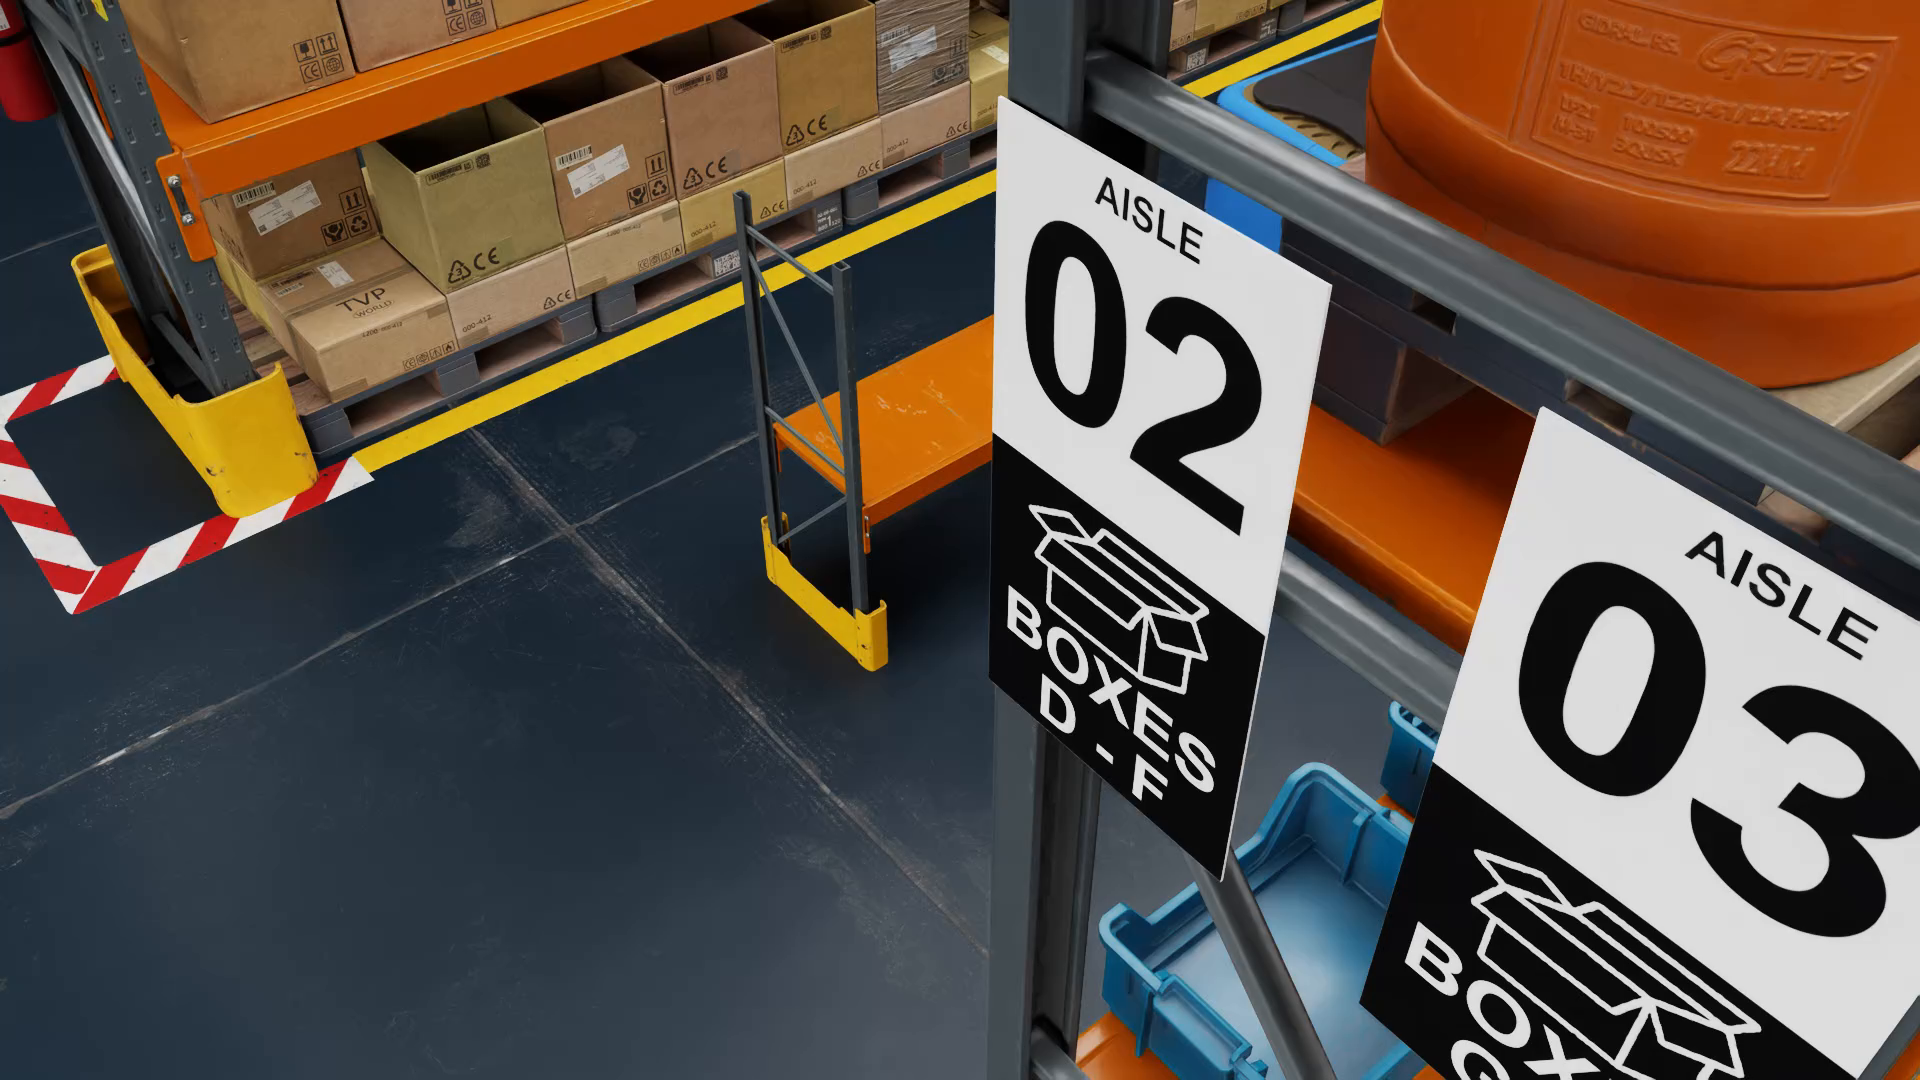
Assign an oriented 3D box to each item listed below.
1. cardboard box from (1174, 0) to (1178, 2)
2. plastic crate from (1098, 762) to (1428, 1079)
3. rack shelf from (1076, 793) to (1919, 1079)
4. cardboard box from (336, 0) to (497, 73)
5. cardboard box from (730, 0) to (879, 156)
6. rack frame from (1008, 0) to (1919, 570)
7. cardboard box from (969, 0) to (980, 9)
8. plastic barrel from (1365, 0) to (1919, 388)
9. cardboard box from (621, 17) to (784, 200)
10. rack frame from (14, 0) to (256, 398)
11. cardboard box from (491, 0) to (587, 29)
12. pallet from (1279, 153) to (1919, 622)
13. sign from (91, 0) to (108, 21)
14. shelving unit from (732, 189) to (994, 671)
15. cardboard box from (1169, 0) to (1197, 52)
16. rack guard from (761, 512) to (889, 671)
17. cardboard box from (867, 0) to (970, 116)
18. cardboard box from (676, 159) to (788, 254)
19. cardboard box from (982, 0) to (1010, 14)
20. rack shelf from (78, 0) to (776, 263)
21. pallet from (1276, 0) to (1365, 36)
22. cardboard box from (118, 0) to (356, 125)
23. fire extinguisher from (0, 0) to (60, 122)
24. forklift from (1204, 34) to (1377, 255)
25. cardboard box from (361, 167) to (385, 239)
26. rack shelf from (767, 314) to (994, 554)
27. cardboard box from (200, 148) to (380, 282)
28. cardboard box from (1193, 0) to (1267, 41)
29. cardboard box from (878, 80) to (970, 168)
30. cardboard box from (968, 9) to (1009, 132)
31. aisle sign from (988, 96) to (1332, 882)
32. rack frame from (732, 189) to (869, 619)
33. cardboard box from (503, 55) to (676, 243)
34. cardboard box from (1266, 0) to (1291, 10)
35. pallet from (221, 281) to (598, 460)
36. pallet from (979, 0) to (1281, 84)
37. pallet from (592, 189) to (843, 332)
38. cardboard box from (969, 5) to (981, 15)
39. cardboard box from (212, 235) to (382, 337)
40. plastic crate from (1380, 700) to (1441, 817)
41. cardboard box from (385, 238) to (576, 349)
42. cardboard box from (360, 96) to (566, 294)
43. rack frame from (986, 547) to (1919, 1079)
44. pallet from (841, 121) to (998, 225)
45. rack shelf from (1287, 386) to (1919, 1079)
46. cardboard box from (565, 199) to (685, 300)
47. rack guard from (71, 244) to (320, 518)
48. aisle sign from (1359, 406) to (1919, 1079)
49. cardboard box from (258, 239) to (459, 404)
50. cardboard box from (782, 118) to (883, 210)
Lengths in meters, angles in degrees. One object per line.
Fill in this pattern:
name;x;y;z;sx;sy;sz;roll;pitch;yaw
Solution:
cardboard box;0.778;-2.708;7.734;0.500;0.311;0.500;-30;51;-28
plastic crate;0.600;0.735;2.885;0.616;0.251;0.499;-30;51;-28
rack shelf;1.942;0.442;3.614;4.000;0.370;1.077;-30;51;-28
cardboard box;-2.001;-2.013;5.629;0.500;0.500;0.700;-28;50;-27
cardboard box;-0.686;-1.972;6.813;0.500;0.500;0.500;-30;51;-28
rack frame;0.408;-1.129;0.379;0.127;3.000;1.000;-30;51;-28
cardboard box;-0.255;-2.687;7.573;0.500;0.500;0.500;-30;51;-28
plastic barrel;0.699;-0.625;1.413;0.708;0.830;0.600;-30;51;-28
cardboard box;-1.061;-1.745;6.571;0.500;0.500;0.500;-30;51;-28
rack frame;-2.767;-1.545;5.204;0.127;3.000;1.000;-30;51;-28
cardboard box;-1.616;-2.228;5.858;0.500;0.500;0.700;-29;51;-28
pallet;1.106;-0.279;1.802;1.213;0.211;1.003;-30;51;-28
sign;-2.415;-1.595;4.567;0.005;0.325;0.100;-30;51;-28
shelving unit;-0.058;-0.513;5.201;1.083;1.500;0.587;-30;51;-28
cardboard box;0.770;-2.499;7.922;0.500;0.250;0.500;-31;51;-29
rack guard;-0.440;0.161;5.396;0.087;0.250;0.587;-30;51;-28
cardboard box;-0.305;-2.194;7.049;0.500;0.500;0.500;-30;51;-28
cardboard box;-1.061;-1.472;6.828;0.500;0.250;0.500;-30;51;-28
cardboard box;0.433;-2.787;8.228;0.500;0.250;0.500;-30;51;-28
rack shelf;-1.233;-2.161;6.385;4.000;0.370;1.077;-30;51;-28
pallet;1.778;-3.168;8.969;1.213;0.211;1.003;-30;51;-28
cardboard box;-2.401;-1.780;5.381;0.500;0.500;0.700;-30;51;-28
fire extinguisher;-3.156;-1.709;5.435;0.183;0.674;0.296;-30;51;-28
forklift;2.406;-2.173;5.923;3.031;2.935;1.130;-25;49;-24
cardboard box;-2.169;-1.312;6.658;0.500;0.250;0.500;-30;51;-28
rack shelf;-0.065;-0.378;5.320;1.000;0.185;0.538;-30;51;-28
cardboard box;-2.547;-1.361;6.162;0.500;0.500;0.500;-30;51;-28
cardboard box;1.163;-2.723;8.160;0.500;0.250;0.500;-29;50;-27
cardboard box;-0.304;-1.920;7.305;0.500;0.250;0.500;-30;51;-28
cardboard box;0.086;-2.134;7.533;0.500;0.250;0.500;-30;51;-28
aisle sign;0.162;-0.014;1.675;0.004;0.787;0.394;-30;51;-28
rack frame;-0.455;-0.286;4.959;0.032;1.500;0.500;-30;51;-28
cardboard box;-1.455;-1.535;6.347;0.500;0.500;0.500;-30;51;-28
cardboard box;1.558;-2.952;8.404;0.500;0.250;0.500;-31;52;-29
pallet;-2.207;-0.886;6.539;1.213;0.211;1.003;-30;51;-28
pallet;0.841;-2.629;8.395;1.213;0.211;1.003;-30;51;-28
pallet;-1.272;-1.419;7.107;1.213;0.211;1.003;-30;51;-28
cardboard box;-0.249;-2.408;7.825;0.500;0.250;0.500;-30;51;-28
cardboard box;-2.545;-1.086;6.417;0.500;0.250;0.500;-30;51;-28
plastic crate;1.102;0.453;3.185;0.408;0.251;0.499;-30;51;-28
cardboard box;-1.832;-1.036;6.364;0.500;0.250;0.500;-30;51;-28
cardboard box;-1.831;-1.308;6.106;0.500;0.500;0.500;-30;51;-28
rack frame;0.408;1.058;2.432;0.127;3.000;1.000;-30;51;-28
pallet;-0.336;-1.958;7.680;1.213;0.211;1.003;-30;51;-28
rack shelf;1.942;-0.652;2.587;4.000;0.370;1.077;-30;51;-28
cardboard box;-1.448;-1.255;6.597;0.500;0.250;0.500;-30;51;-28
rack guard;-2.785;-0.623;6.048;0.348;0.500;1.175;-30;51;-28
aisle sign;0.541;0.296;1.345;0.004;0.787;0.394;-30;51;-28
cardboard box;-2.213;-0.814;6.128;0.500;0.250;0.500;-30;51;-28
cardboard box;-0.678;-1.692;7.062;0.500;0.250;0.500;-30;51;-28
